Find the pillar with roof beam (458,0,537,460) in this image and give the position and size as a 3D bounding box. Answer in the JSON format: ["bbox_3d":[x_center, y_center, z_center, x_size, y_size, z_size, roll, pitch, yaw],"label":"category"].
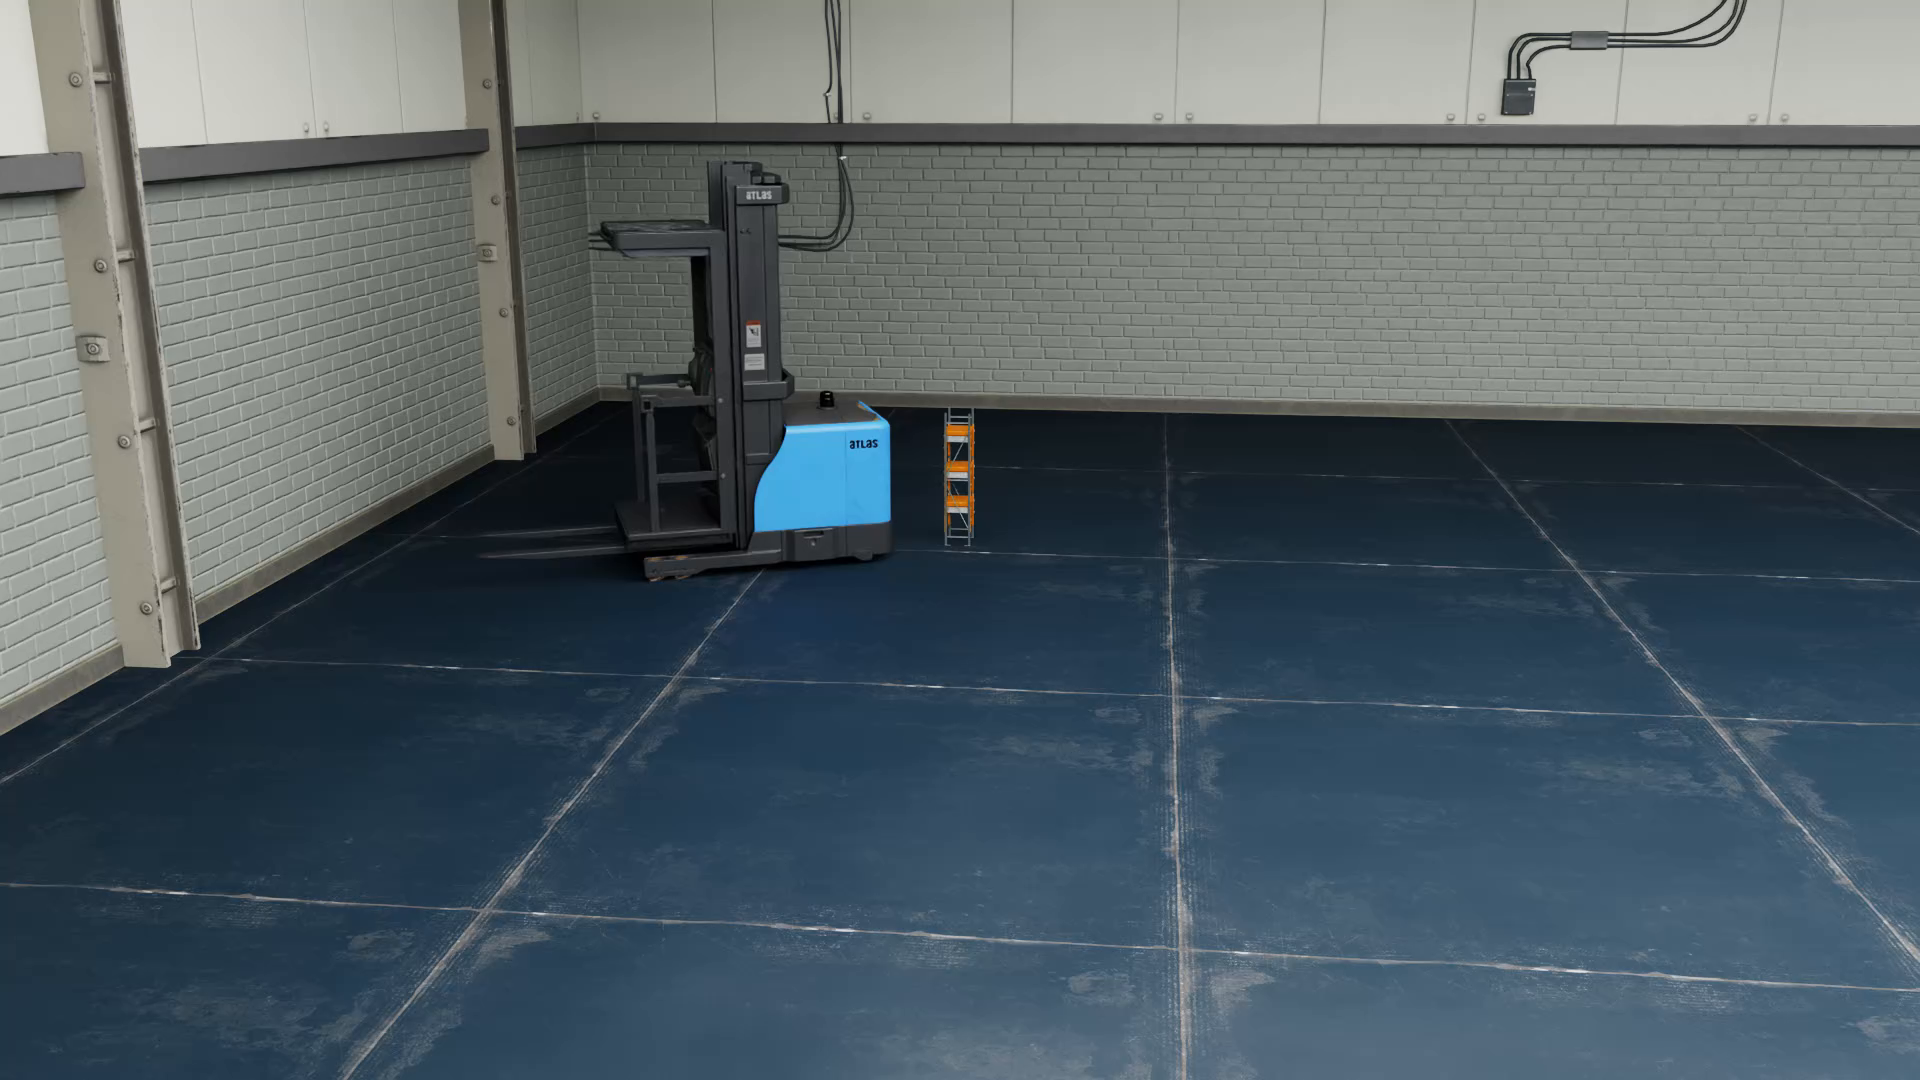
[{"bbox_3d":[-0.068,-5.041,14.566,9.100,9.000,0.400,2,15,6],"label":"pillar with roof beam"}]

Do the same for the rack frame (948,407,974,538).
[{"bbox_3d":[0.008,-0.525,13.091,0.200,1.050,0.008,2,15,6],"label":"rack frame"}]

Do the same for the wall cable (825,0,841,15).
[{"bbox_3d":[-0.011,-6.752,17.168,3.097,2.526,0.112,2,15,6],"label":"wall cable"}]

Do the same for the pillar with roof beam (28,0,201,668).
[{"bbox_3d":[-0.745,-3.485,8.811,9.100,9.000,0.400,2,15,6],"label":"pillar with roof beam"}]

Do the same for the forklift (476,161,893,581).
[{"bbox_3d":[-2.083,-1.270,12.242,3.031,2.935,1.130,-4,16,-16],"label":"forklift"}]

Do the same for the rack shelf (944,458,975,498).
[{"bbox_3d":[-0.006,-0.483,12.976,0.215,0.259,0.240,2,15,6],"label":"rack shelf"}]

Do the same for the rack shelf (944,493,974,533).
[{"bbox_3d":[-0.006,-0.214,13.049,0.215,0.259,0.240,2,15,6],"label":"rack shelf"}]

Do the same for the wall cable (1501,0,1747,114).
[{"bbox_3d":[6.732,-7.251,16.223,2.305,6.003,0.169,2,15,6],"label":"wall cable"}]

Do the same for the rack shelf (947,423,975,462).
[{"bbox_3d":[-0.006,-0.757,12.902,0.215,0.259,0.240,2,15,6],"label":"rack shelf"}]

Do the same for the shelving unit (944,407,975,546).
[{"bbox_3d":[-0.006,-0.493,12.974,0.215,1.050,0.252,2,15,6],"label":"shelving unit"}]

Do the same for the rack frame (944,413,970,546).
[{"bbox_3d":[-0.020,-0.461,12.857,0.200,1.050,0.008,2,15,6],"label":"rack frame"}]

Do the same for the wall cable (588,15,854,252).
[{"bbox_3d":[-2.699,-4.394,18.122,3.097,2.526,0.112,2,15,6],"label":"wall cable"}]
